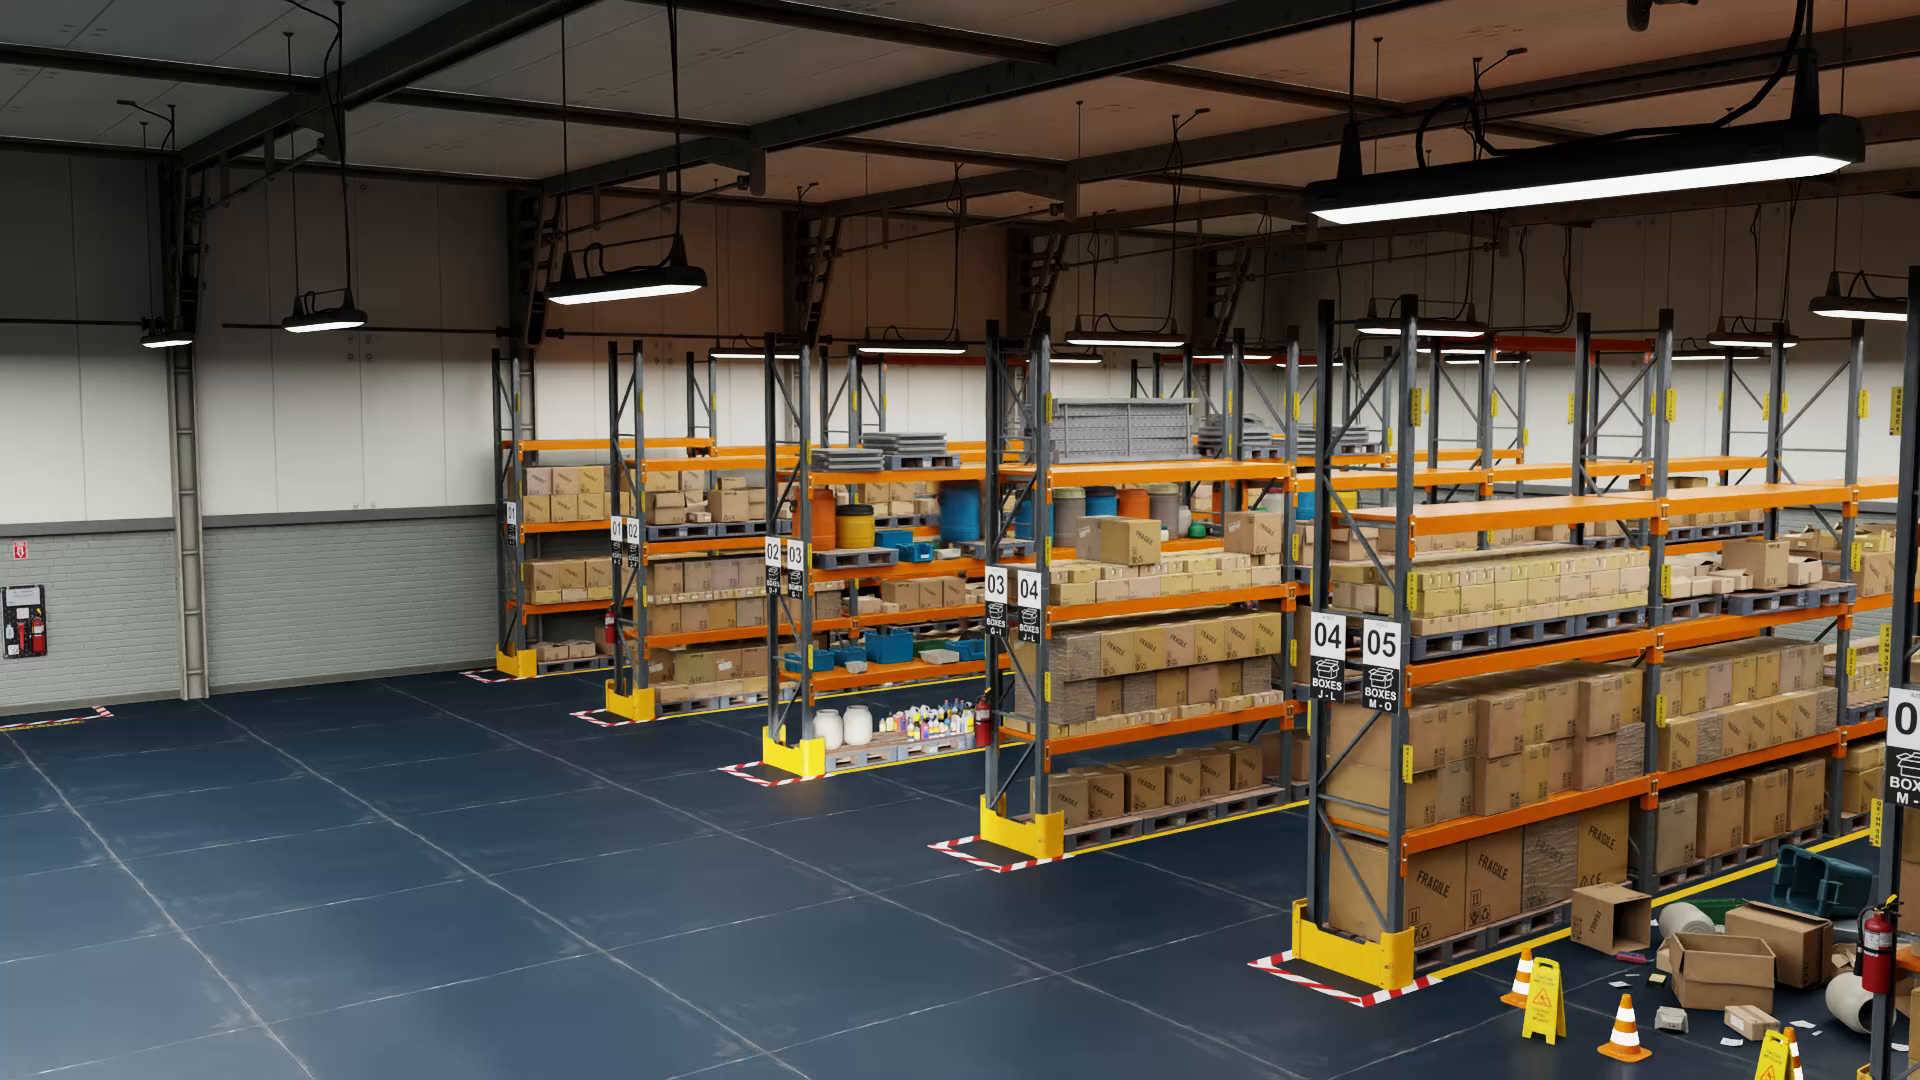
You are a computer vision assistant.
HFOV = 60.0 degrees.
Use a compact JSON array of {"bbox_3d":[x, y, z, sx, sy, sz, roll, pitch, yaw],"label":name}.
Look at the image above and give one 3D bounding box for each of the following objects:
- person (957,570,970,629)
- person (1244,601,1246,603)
[{"bbox_3d":[0.003,1.419,33.247,0.507,1.666,0.490,-1,5,-11],"label":"person"},{"bbox_3d":[5.386,1.470,32.913,1.053,1.584,0.510,-4,6,-38],"label":"person"}]
